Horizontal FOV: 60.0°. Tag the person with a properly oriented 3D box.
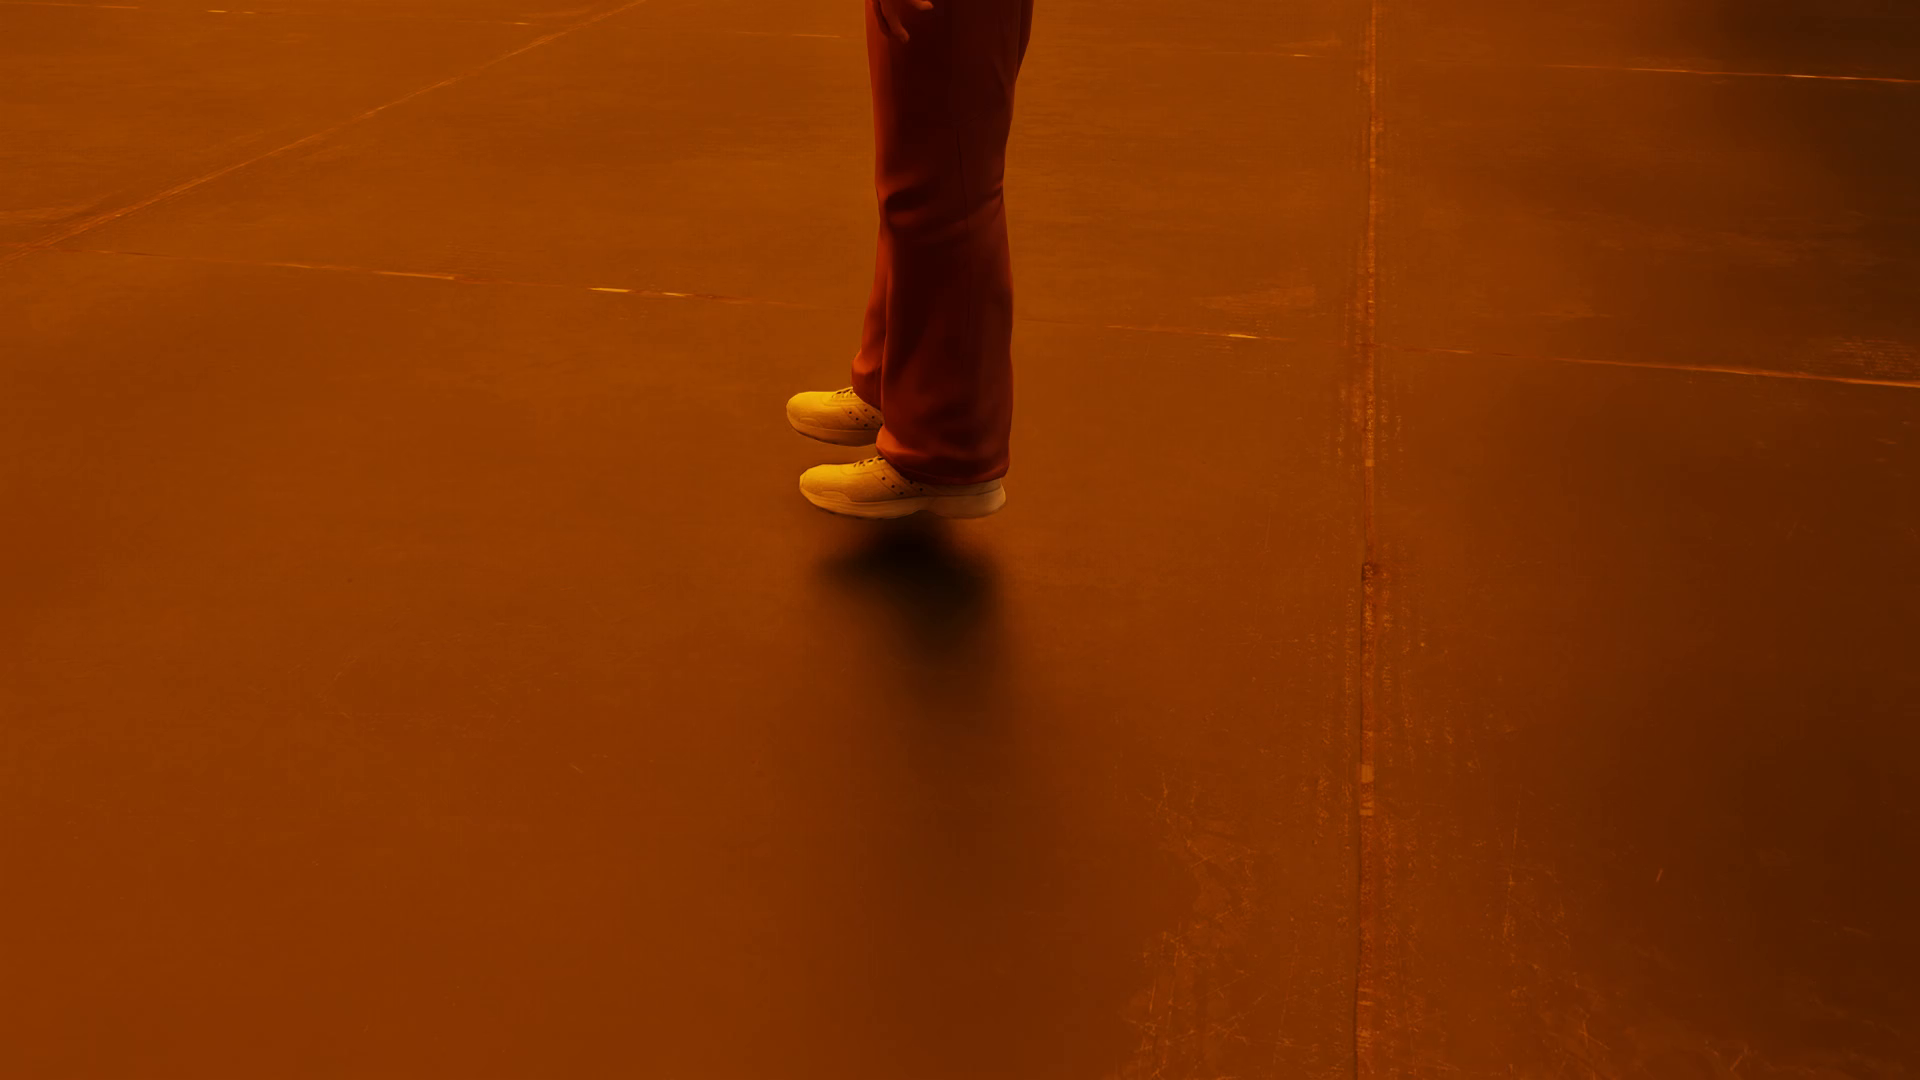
[{"bbox_3d":[-0.069,-0.798,2.128,0.548,1.663,0.552,6,27,11],"label":"person"}]
